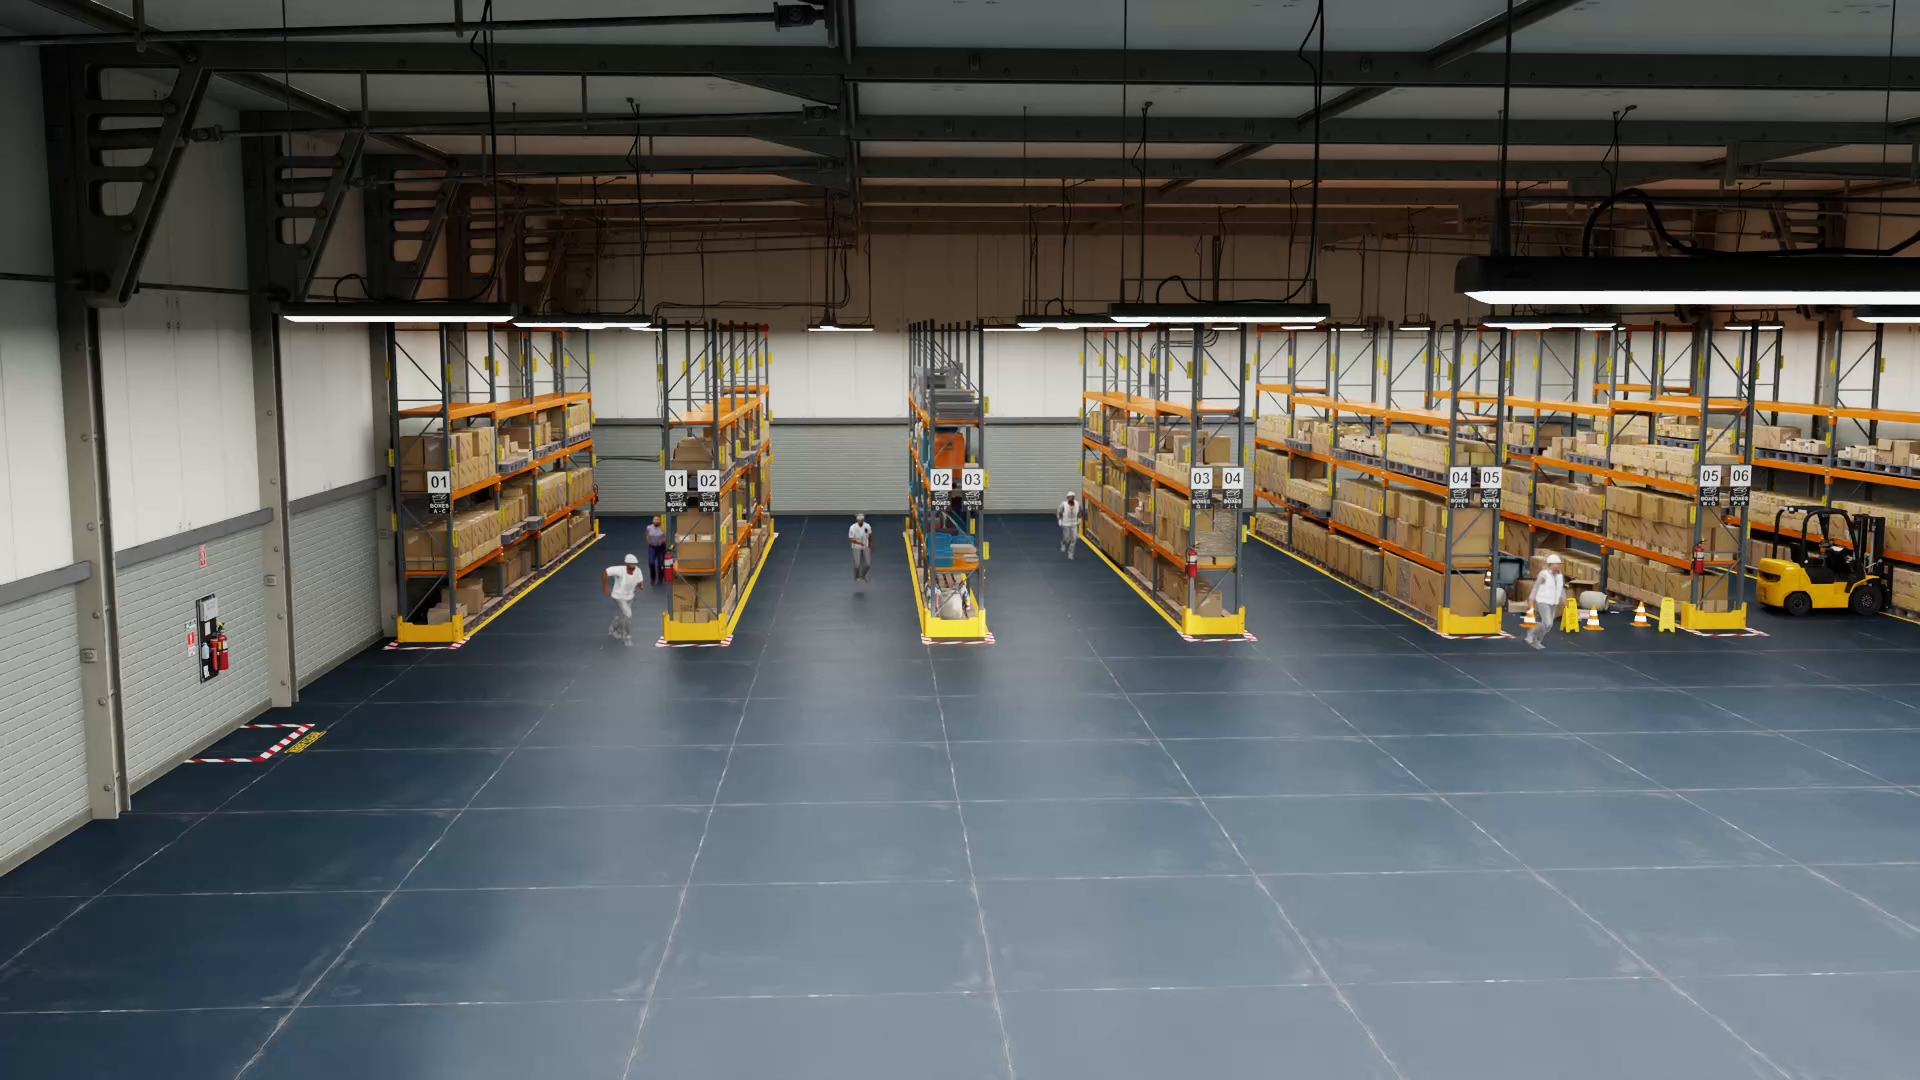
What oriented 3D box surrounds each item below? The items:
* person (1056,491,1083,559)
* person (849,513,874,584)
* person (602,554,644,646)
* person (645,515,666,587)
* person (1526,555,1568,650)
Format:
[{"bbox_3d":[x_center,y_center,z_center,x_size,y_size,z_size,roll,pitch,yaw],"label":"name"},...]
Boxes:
[{"bbox_3d":[2.818,-0.396,42.721,0.697,1.735,0.667,-2,7,-13],"label":"person"},{"bbox_3d":[-2.148,0.187,36.256,0.577,1.595,0.765,-2,7,-16],"label":"person"},{"bbox_3d":[-6.258,1.126,30.806,0.949,1.770,0.748,7,10,44],"label":"person"},{"bbox_3d":[-6.918,0.245,37.983,0.525,1.665,0.794,-1,7,-8],"label":"person"},{"bbox_3d":[10.684,1.131,30.261,0.647,1.752,0.563,-4,8,-29],"label":"person"}]
